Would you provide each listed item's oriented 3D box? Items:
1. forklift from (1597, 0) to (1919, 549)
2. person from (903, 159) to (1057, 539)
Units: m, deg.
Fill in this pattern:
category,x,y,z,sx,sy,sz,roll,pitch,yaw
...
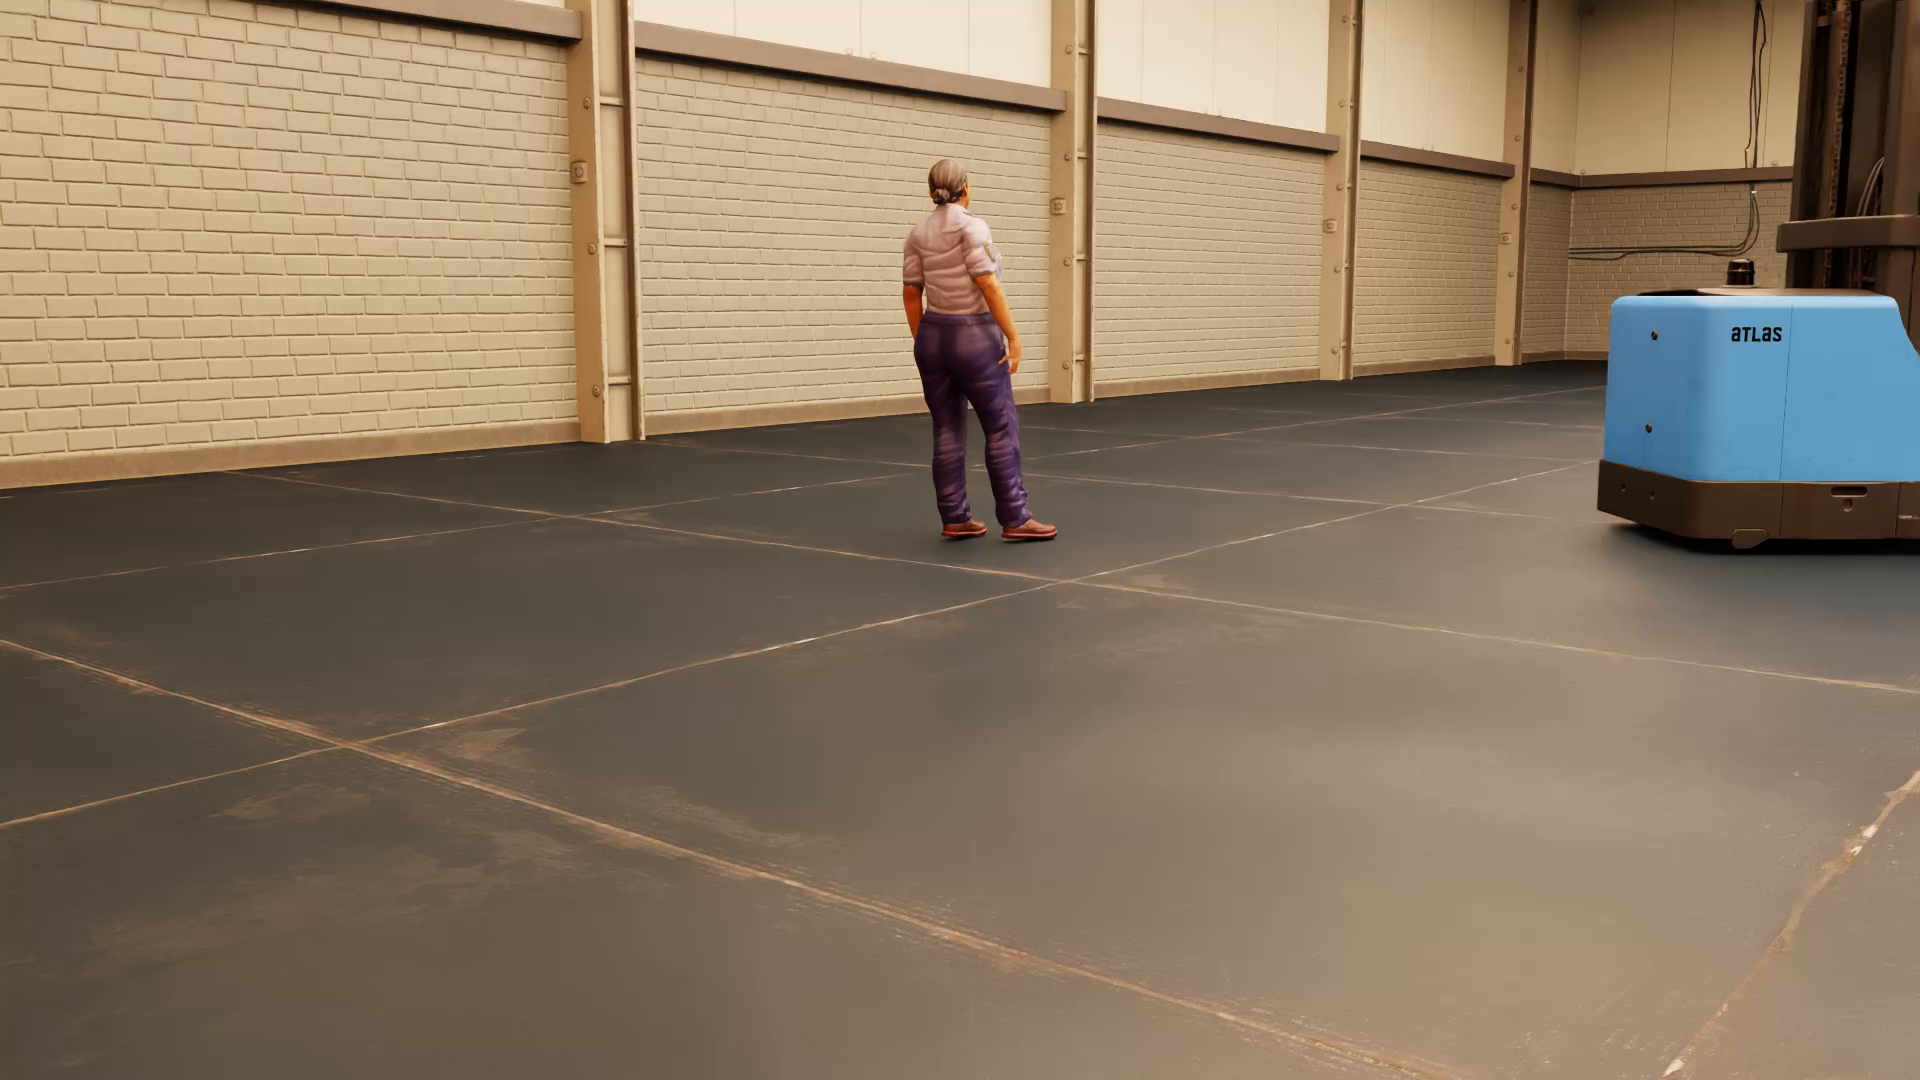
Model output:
category,x,y,z,sx,sy,sz,roll,pitch,yaw
forklift,4.543,-1.463,7.282,3.031,2.935,1.130,0,8,-1
person,0.074,-0.831,7.339,0.598,1.651,0.503,7,11,38
